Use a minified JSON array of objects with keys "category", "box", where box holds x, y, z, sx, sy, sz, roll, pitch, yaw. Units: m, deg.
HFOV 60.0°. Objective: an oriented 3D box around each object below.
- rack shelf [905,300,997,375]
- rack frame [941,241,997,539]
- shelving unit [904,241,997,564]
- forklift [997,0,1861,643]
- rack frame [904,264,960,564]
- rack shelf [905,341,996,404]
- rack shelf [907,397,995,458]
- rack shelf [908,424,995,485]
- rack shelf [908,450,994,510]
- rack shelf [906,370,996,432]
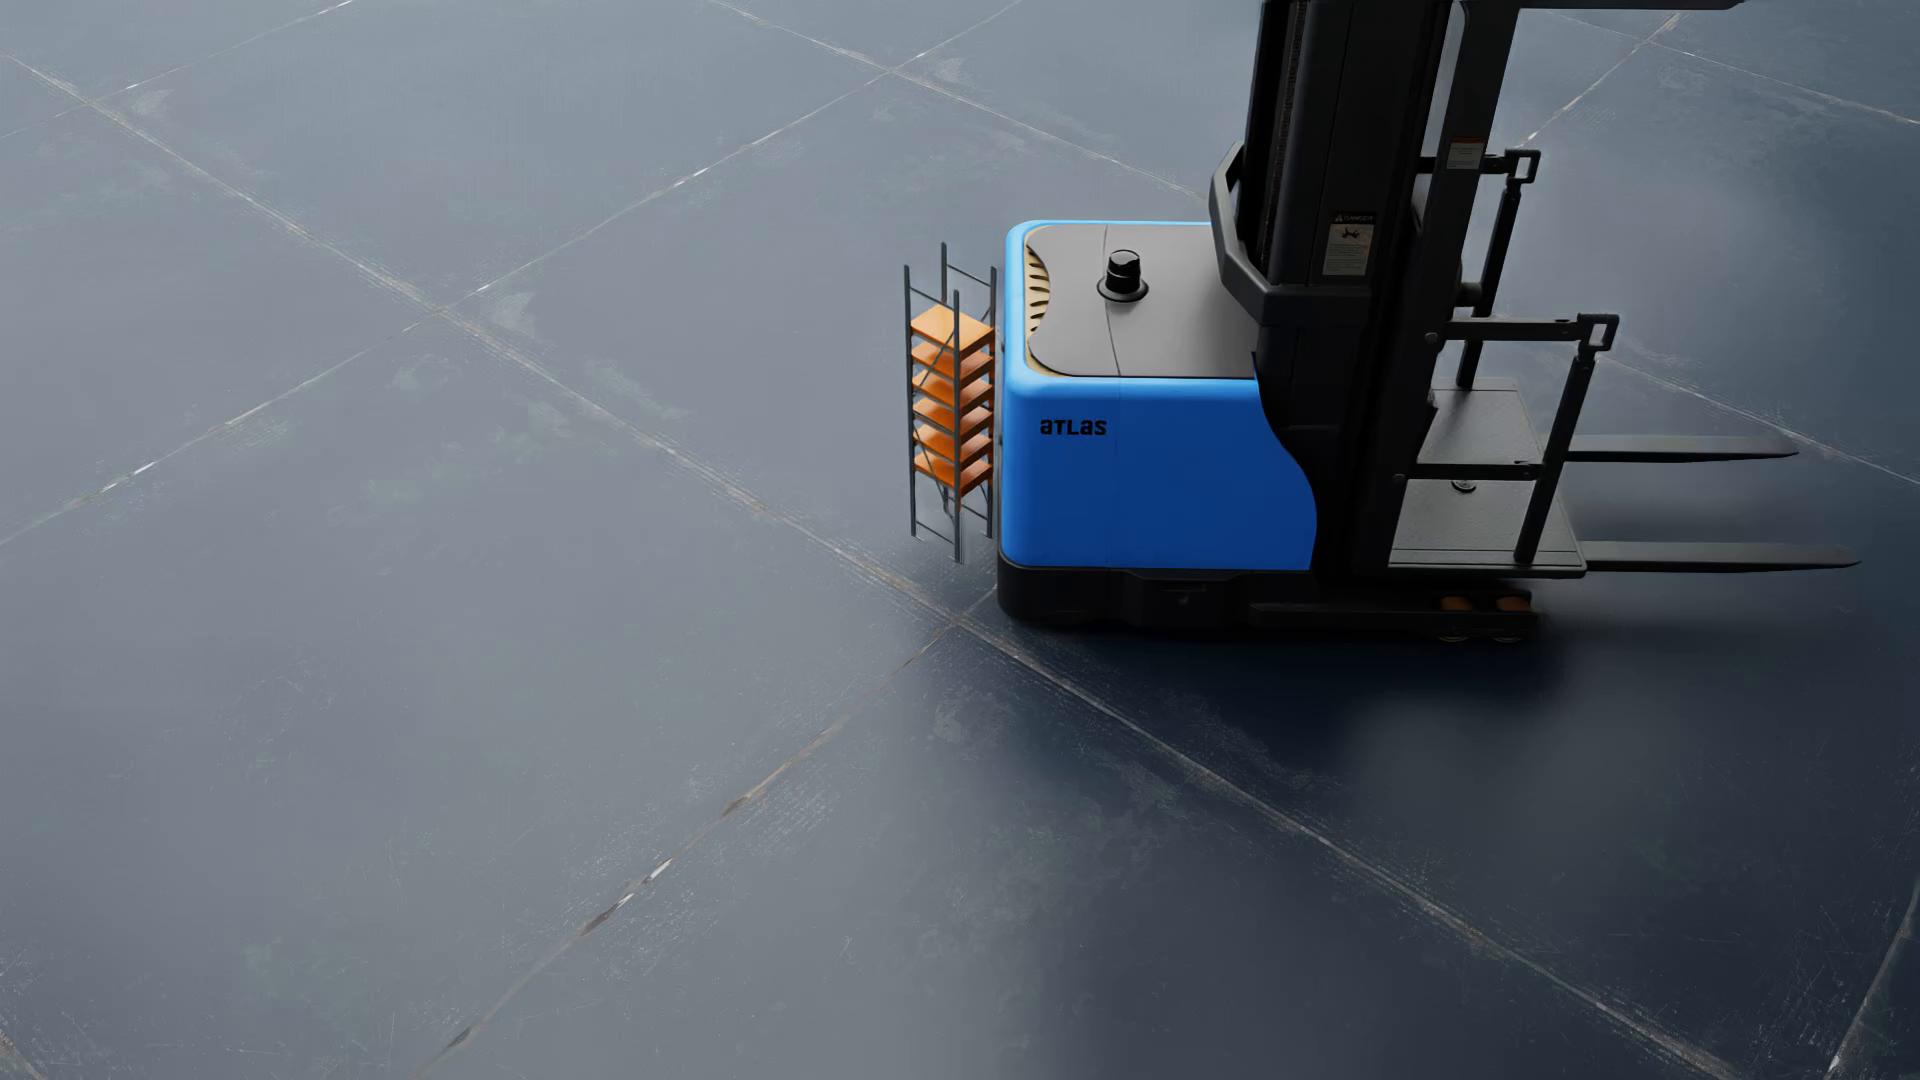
[{"category":"rack shelf","box":[-0.032,-0.689,5.647,0.258,0.103,0.180,31,50,29]},{"category":"rack frame","box":[0.028,-0.502,5.909,0.240,1.200,0.006,31,50,29]},{"category":"shelving unit","box":[-0.032,-0.455,5.859,0.258,1.200,0.189,31,50,29]},{"category":"forklift","box":[1.656,-1.088,5.267,3.031,2.935,1.130,1,42,1]},{"category":"rack frame","box":[-0.093,-0.409,5.808,0.240,1.200,0.006,31,50,29]},{"category":"rack shelf","box":[-0.032,-0.600,5.727,0.258,0.103,0.180,31,50,29]},{"category":"rack shelf","box":[-0.032,-0.423,5.889,0.258,0.103,0.180,31,50,29]},{"category":"rack shelf","box":[-0.032,-0.334,5.969,0.258,0.103,0.180,31,50,29]},{"category":"rack shelf","box":[-0.032,-0.245,6.050,0.258,0.103,0.180,31,50,29]},{"category":"rack shelf","box":[-0.032,-0.511,5.808,0.258,0.103,0.180,31,50,29]}]
